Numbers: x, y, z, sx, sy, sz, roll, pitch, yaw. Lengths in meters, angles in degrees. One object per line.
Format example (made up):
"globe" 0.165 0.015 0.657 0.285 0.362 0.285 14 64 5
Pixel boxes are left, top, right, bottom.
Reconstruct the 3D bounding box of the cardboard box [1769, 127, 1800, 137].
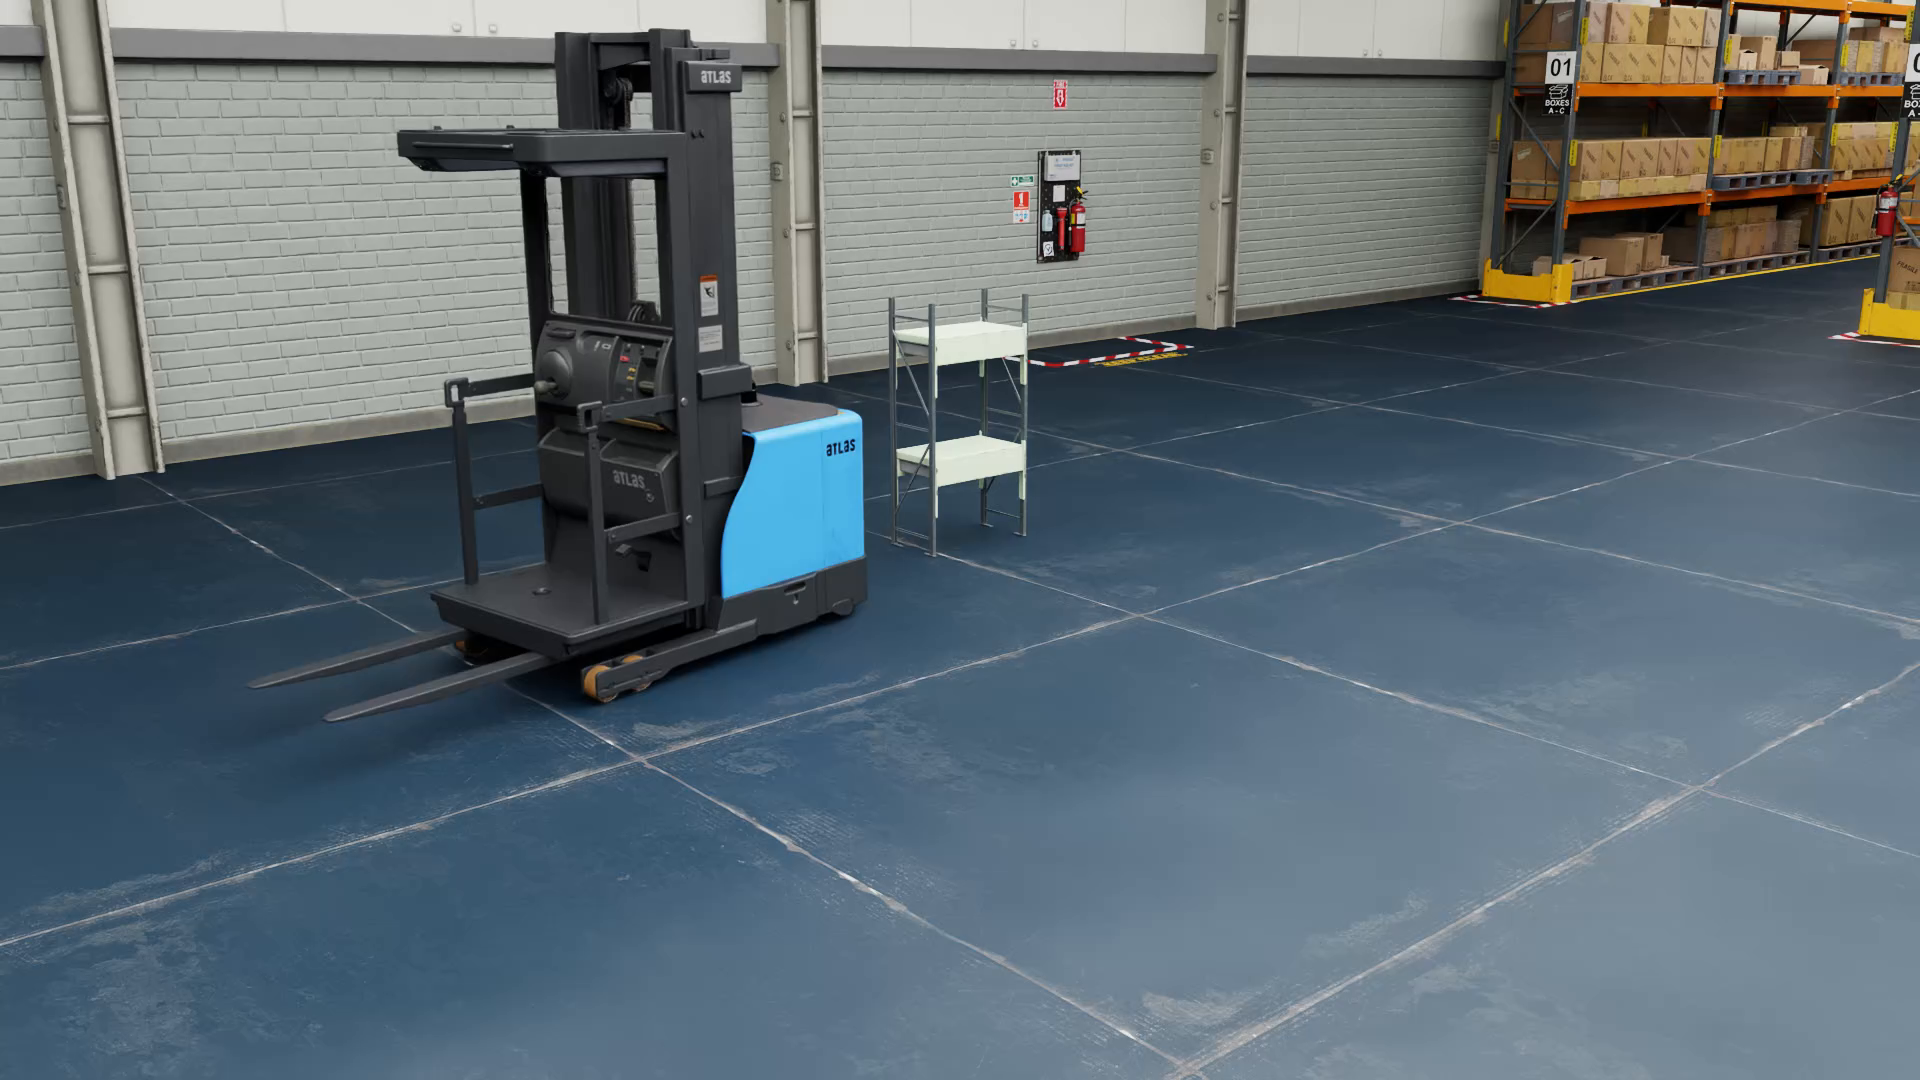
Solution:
"cardboard box" 13.147 -6.512 26.513 0.380 0.149 0.250 12 19 38

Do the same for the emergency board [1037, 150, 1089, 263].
"emergency board" 1.130 -3.563 17.778 0.643 1.169 0.194 -13 19 -39

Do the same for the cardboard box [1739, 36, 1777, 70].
"cardboard box" 11.998 -7.368 25.201 0.500 0.500 0.500 -14 20 -41

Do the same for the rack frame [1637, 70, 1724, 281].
"rack frame" 10.603 -5.382 24.585 0.127 3.000 1.000 -13 19 -39

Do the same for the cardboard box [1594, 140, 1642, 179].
"cardboard box" 8.916 -5.194 22.681 0.500 0.500 0.500 -13 20 -41

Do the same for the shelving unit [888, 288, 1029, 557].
"shelving unit" -0.005 -0.723 10.052 0.755 1.500 0.431 -13 19 -39

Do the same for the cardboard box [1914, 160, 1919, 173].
"cardboard box" 11.003 -4.204 18.724 0.250 0.149 0.380 -13 20 -40

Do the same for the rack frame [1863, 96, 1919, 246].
"rack frame" 16.638 -6.737 29.658 0.127 3.000 1.000 -13 19 -39

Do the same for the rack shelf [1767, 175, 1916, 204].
"rack shelf" 15.129 -6.050 28.483 4.000 0.370 1.077 -13 19 -39

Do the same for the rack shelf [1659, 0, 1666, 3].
"rack shelf" 9.094 -7.592 22.635 4.000 0.370 1.077 -13 19 -39

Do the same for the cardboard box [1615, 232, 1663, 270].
"cardboard box" 9.846 -4.203 24.163 0.500 0.500 0.500 14 21 43

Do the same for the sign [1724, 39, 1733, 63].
"sign" 10.965 -6.976 23.740 0.005 0.325 0.100 -13 19 -39

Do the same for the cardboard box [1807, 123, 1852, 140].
"cardboard box" 14.154 -6.655 27.089 0.500 0.250 0.500 -12 19 -38

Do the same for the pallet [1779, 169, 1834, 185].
"pallet" 13.153 -5.825 26.617 1.003 0.211 1.213 -13 19 -39

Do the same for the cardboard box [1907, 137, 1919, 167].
"cardboard box" 16.455 -6.811 29.128 0.500 0.500 0.500 -13 20 -40

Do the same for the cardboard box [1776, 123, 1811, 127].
"cardboard box" 13.792 -6.750 27.447 0.500 0.250 0.500 -12 19 -38

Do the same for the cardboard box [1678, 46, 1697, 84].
"cardboard box" 9.994 -6.672 23.370 0.500 0.500 0.500 14 20 42

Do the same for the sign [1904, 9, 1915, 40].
"sign" 10.494 -5.687 18.353 0.005 0.325 0.100 -13 19 -39

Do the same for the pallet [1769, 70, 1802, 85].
"pallet" 11.919 -7.000 25.196 1.003 0.211 1.213 -13 19 -39

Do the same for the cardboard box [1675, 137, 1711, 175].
"cardboard box" 10.449 -5.541 23.979 0.500 0.500 0.500 -13 20 -39

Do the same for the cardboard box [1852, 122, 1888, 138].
"cardboard box" 15.293 -6.914 28.061 0.500 0.250 0.500 -13 20 -40

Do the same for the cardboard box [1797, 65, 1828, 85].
"cardboard box" 13.254 -7.300 26.090 0.500 0.311 0.500 -13 19 -39

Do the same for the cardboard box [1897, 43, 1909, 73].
"cardboard box" 15.902 -8.319 28.723 0.500 0.500 0.700 -14 20 -42

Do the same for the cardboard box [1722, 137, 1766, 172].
"cardboard box" 11.912 -5.933 25.602 0.500 0.500 0.700 -10 18 -32

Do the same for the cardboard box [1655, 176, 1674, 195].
"cardboard box" 9.694 -5.009 23.440 0.500 0.250 0.500 -13 20 -40

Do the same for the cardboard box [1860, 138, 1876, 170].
"cardboard box" 14.931 -6.464 27.828 0.500 0.500 0.500 -13 20 -40

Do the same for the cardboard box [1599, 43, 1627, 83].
"cardboard box" 8.430 -6.303 21.990 0.500 0.500 0.500 -11 19 -36

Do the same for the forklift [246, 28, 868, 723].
"forklift" -1.817 -0.828 7.671 1.130 2.935 3.031 12 19 38

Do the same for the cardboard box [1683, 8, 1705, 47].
"cardboard box" 9.994 -7.139 23.180 0.500 0.500 0.500 -11 19 -36

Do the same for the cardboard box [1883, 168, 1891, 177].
"cardboard box" 15.780 -6.346 28.642 0.250 0.149 0.380 -13 19 -39

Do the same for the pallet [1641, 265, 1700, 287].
"pallet" 10.119 -3.914 24.493 1.213 0.211 1.003 -13 19 -39

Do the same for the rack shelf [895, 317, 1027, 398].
"rack shelf" -0.005 -1.100 9.951 0.720 0.370 0.431 -13 19 -39

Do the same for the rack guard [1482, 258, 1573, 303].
"rack guard" 7.643 -3.509 22.419 0.348 0.500 1.175 -13 19 -39

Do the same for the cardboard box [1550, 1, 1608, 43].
"cardboard box" 8.035 -6.712 21.584 0.500 0.500 0.500 14 21 43

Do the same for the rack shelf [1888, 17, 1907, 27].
"rack shelf" 18.147 -9.433 30.297 4.000 0.370 1.077 -13 19 -39

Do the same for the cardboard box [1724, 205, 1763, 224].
"cardboard box" 12.256 -5.122 26.150 0.500 0.250 0.500 -13 20 -40

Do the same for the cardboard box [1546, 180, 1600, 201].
"cardboard box" 8.162 -4.662 22.143 0.500 0.250 0.500 -13 20 -41

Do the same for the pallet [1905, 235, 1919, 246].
"pallet" 17.263 -5.503 30.443 1.213 0.211 1.003 -13 19 -39

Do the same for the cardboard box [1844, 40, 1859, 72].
"cardboard box" 14.314 -7.963 27.388 0.500 0.500 0.700 -14 20 -42

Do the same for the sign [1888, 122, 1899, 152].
"sign" 10.494 -4.522 18.664 0.005 0.325 0.100 -13 19 -39

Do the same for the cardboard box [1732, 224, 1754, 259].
"cardboard box" 11.915 -4.690 25.988 0.500 0.500 0.700 -12 19 -39

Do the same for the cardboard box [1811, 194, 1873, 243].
"cardboard box" 14.926 -5.470 28.266 0.750 0.750 0.750 -13 20 -40

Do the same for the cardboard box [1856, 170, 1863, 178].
"cardboard box" 14.973 -6.182 28.028 0.250 0.149 0.380 -12 19 -39

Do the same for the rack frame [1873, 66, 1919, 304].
"rack frame" 10.840 -3.740 18.440 0.127 3.000 1.000 -13 19 -39

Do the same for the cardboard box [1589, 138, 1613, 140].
"cardboard box" 8.955 -5.382 23.384 0.500 0.500 0.500 -12 19 -39

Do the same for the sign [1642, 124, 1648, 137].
"sign" 10.236 -6.048 24.837 0.005 0.325 0.100 -13 19 -39

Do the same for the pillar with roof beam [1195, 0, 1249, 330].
"pillar with roof beam" 5.845 -6.035 15.405 0.400 9.000 9.100 -13 19 -39

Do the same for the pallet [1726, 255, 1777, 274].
"pallet" 12.110 -4.374 26.217 1.213 0.211 1.003 -13 19 -39
